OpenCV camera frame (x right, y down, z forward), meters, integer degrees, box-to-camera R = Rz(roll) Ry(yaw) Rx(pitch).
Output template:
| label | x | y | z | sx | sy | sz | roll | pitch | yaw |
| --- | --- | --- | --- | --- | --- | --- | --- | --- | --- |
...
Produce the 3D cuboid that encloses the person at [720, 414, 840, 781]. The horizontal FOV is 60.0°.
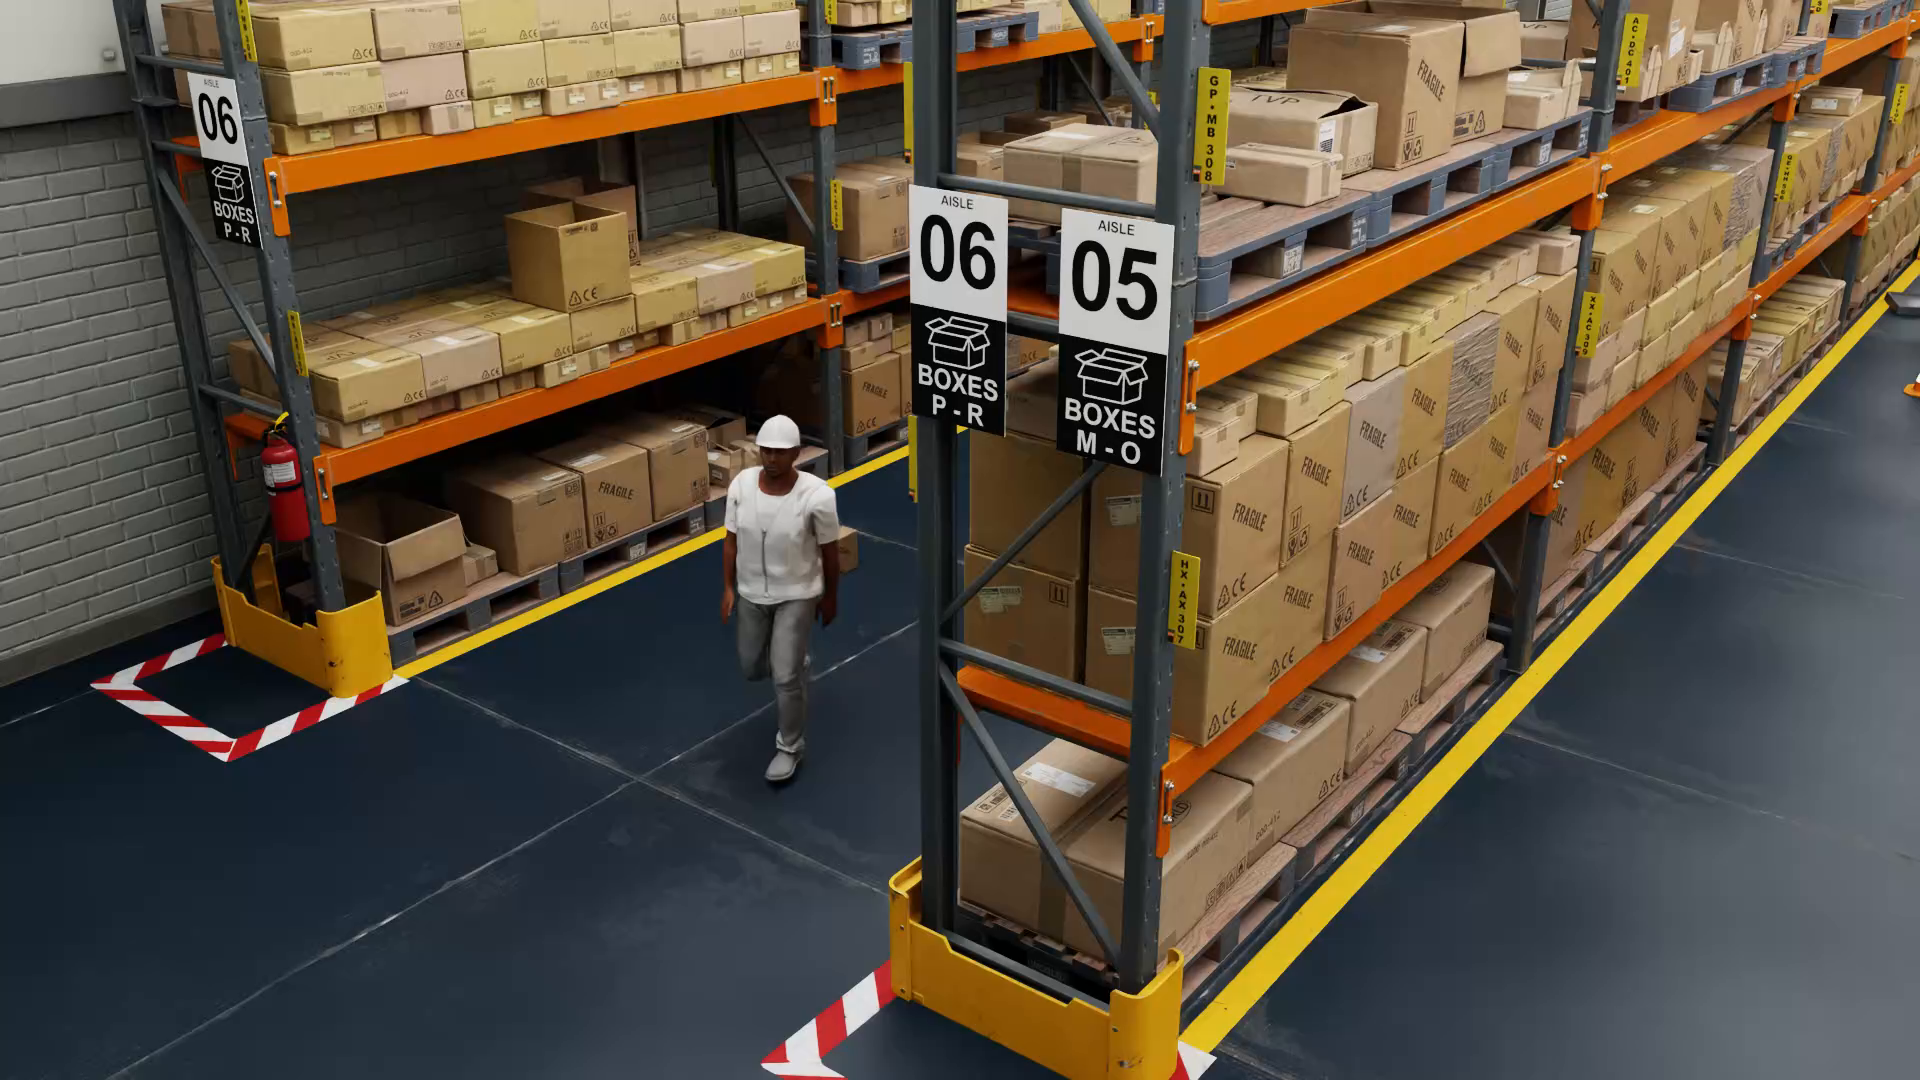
| label | x | y | z | sx | sy | sz | roll | pitch | yaw |
| --- | --- | --- | --- | --- | --- | --- | --- | --- | --- |
| person | -0.853 | 0.227 | 8.006 | 0.558 | 1.741 | 0.780 | 8 | 25 | 18 |
